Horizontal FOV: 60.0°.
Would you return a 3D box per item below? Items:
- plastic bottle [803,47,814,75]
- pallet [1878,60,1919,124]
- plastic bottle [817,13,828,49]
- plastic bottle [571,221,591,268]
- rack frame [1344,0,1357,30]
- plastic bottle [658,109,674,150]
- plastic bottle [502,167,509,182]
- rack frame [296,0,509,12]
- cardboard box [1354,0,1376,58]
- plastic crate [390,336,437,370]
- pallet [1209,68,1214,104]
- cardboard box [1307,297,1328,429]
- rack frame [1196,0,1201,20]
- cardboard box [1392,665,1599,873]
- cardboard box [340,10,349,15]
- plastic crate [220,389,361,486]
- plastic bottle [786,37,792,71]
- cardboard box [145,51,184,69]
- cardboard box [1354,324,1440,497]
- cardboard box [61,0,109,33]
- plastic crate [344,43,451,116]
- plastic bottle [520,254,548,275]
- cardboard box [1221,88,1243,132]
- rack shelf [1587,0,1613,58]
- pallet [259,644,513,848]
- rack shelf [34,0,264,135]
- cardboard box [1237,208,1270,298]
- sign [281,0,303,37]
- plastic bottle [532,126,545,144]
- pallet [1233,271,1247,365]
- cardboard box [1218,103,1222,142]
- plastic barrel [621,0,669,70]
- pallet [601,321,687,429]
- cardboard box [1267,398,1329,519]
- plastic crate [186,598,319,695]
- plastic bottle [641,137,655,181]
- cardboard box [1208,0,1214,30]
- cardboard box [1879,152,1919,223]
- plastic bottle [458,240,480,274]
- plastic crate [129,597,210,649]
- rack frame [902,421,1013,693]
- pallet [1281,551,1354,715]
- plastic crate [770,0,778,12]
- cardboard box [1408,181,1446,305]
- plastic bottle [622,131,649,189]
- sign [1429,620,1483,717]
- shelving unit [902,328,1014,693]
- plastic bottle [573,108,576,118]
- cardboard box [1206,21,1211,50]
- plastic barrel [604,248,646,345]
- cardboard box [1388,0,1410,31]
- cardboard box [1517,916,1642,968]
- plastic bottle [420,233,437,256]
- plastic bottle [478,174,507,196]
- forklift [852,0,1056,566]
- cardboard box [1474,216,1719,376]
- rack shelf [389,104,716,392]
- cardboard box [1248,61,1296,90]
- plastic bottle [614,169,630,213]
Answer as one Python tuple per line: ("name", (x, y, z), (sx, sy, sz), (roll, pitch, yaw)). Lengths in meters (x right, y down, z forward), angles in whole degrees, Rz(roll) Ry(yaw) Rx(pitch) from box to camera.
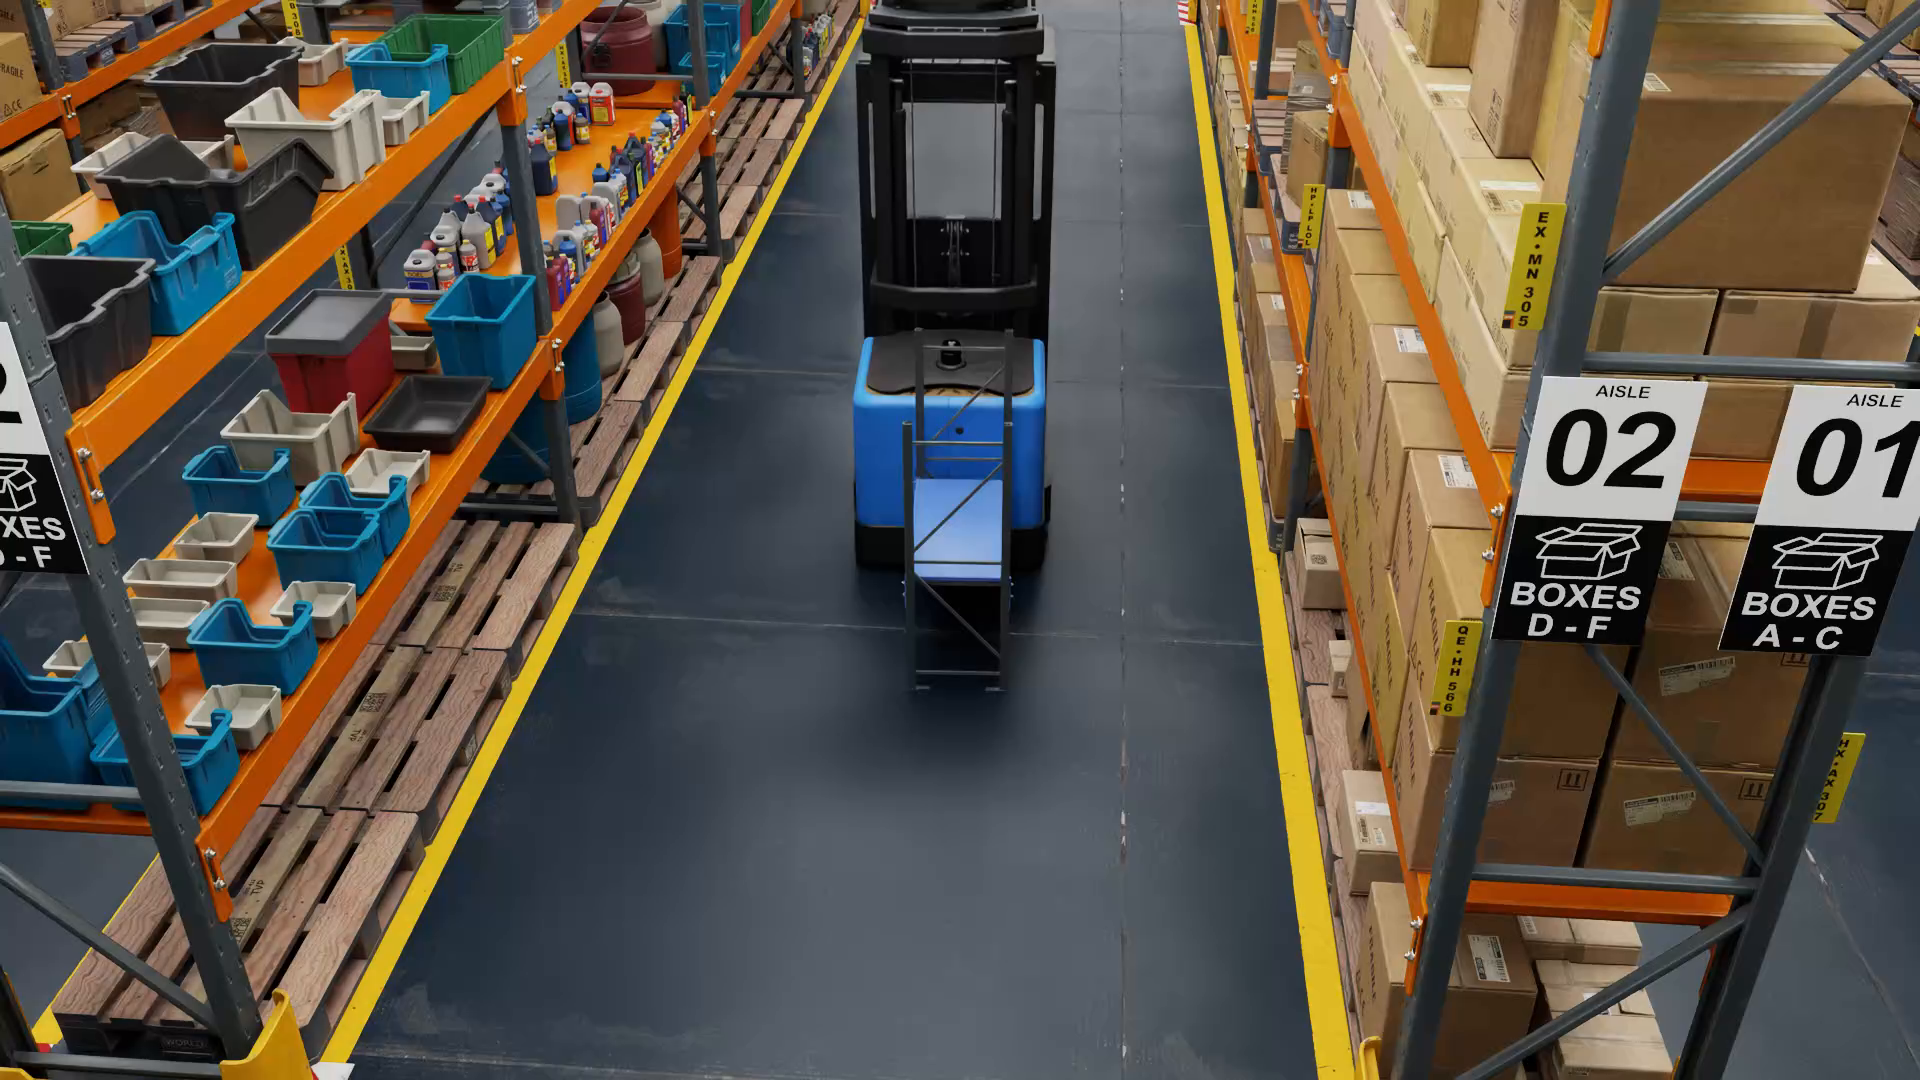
("plastic bottle", (-1.553, -4.809, 16.651), (0.152, 0.276, 0.135), (4, 32, 6))
("pallet", (7.486, -3.243, 12.117), (1.213, 0.211, 1.003), (2, 32, 4))
("plastic bottle", (-1.470, -5.345, 17.450), (0.144, 0.351, 0.185), (4, 32, 6))
("plastic bottle", (-2.182, -1.701, 9.555), (0.097, 0.271, 0.097), (0, 32, 0))
("rack frame", (2.271, -3.620, 6.827), (1.000, 3.000, 0.127), (2, 32, 4))
("plastic bottle", (-2.010, -2.805, 11.345), (0.097, 0.271, 0.097), (0, 32, 0))
("plastic bottle", (-2.802, -2.220, 10.396), (0.097, 0.271, 0.097), (0, 32, 0))
("rack frame", (-2.666, -3.834, 7.174), (1.000, 3.000, 0.127), (2, 32, 4))
("cardboard box", (1.983, -2.248, 7.127), (0.500, 0.250, 0.500), (2, 32, 4))
("plastic crate", (-2.846, -0.956, 8.416), (0.396, 0.136, 0.243), (2, 32, 4))
("pallet", (3.028, -4.476, 16.592), (1.003, 0.211, 1.213), (2, 32, 4))
("cardboard box", (1.958, -0.854, 7.961), (0.500, 0.500, 0.500), (3, 32, 5))
("rack frame", (3.248, -7.341, 18.583), (1.000, 3.000, 0.127), (2, 32, 4))
("cardboard box", (1.710, 0.737, 5.380), (0.500, 0.500, 0.500), (3, 32, 5))
("cardboard box", (-6.867, -5.624, 17.780), (0.500, 0.500, 0.500), (0, 32, 0))
("plastic crate", (-2.974, -0.464, 7.480), (0.437, 0.282, 0.530), (2, 32, 4))
("plastic bottle", (-1.679, -4.933, 16.781), (0.144, 0.351, 0.185), (2, 32, 4))
("cardboard box", (-7.080, -4.229, 15.496), (0.700, 0.500, 0.500), (2, 32, 4))
("cardboard box", (1.827, -0.491, 6.420), (0.500, 0.500, 0.500), (3, 32, 6))
("cardboard box", (-7.327, -4.384, 13.290), (0.700, 0.500, 0.500), (7, 32, 11))
("plastic crate", (-2.422, -1.996, 7.210), (0.416, 0.233, 0.300), (2, 32, 4))
("plastic bottle", (-2.311, -1.450, 9.071), (0.144, 0.351, 0.185), (2, 32, 4))
("cardboard box", (2.553, -3.758, 14.456), (0.500, 0.311, 0.500), (1, 32, 2))
("rack shelf", (2.108, -2.266, 5.320), (1.077, 0.370, 4.000), (2, 32, 4))
("pallet", (-2.784, 0.933, 7.814), (1.003, 0.211, 1.213), (2, 32, 4))
("rack shelf", (-7.114, -4.322, 14.370), (1.077, 0.370, 4.000), (2, 32, 4))
("cardboard box", (2.274, -2.055, 11.969), (0.500, 0.500, 0.500), (4, 32, 6))
("sign", (-3.214, -2.585, 7.998), (0.100, 0.325, 0.005), (2, 32, 4))
("plastic bottle", (-2.802, -2.612, 11.032), (0.097, 0.271, 0.097), (0, 32, 0))
("pallet", (2.498, -1.582, 11.896), (1.003, 0.211, 1.213), (2, 32, 4))
("cardboard box", (2.599, -3.790, 15.041), (0.500, 0.250, 0.500), (3, 32, 5))
("plastic barrel", (-2.469, -3.966, 13.000), (0.421, 0.512, 0.421), (0, 32, 0))
("pallet", (-2.465, -1.134, 11.169), (1.003, 0.211, 1.213), (2, 32, 4))
("cardboard box", (2.025, -0.459, 9.380), (0.500, 0.500, 0.500), (2, 32, 4))
("plastic crate", (-2.590, 0.399, 6.127), (0.416, 0.233, 0.300), (2, 32, 4))
("plastic bottle", (-2.041, -2.494, 10.829), (0.061, 0.283, 0.133), (2, 32, 4))
("cardboard box", (2.857, -5.613, 17.285), (0.500, 0.500, 0.500), (2, 32, 4))
("cardboard box", (7.698, -2.714, 13.039), (0.700, 0.500, 0.500), (2, 32, 4))
("plastic bottle", (-2.801, -1.610, 9.474), (0.097, 0.201, 0.097), (0, 32, 0))
("plastic crate", (-3.068, 0.314, 6.356), (0.396, 0.136, 0.243), (2, 32, 4))
("rack frame", (-0.012, 0.110, 7.922), (0.500, 1.500, 0.032), (1, 32, 1))
("pallet", (2.214, 0.480, 8.550), (1.003, 0.211, 1.213), (2, 32, 4))
("plastic crate", (-1.794, -4.866, 14.582), (0.392, 0.384, 0.575), (2, 32, 4))
("cardboard box", (1.803, -0.990, 5.562), (0.500, 0.250, 0.500), (2, 32, 4))
("plastic bottle", (-2.096, -2.441, 10.680), (0.144, 0.351, 0.185), (2, 32, 4))
("sign", (1.393, 0.364, 4.676), (0.100, 0.325, 0.005), (2, 32, 4))
("shelving unit", (0.004, -0.157, 8.355), (0.538, 1.500, 1.048), (1, 32, 1))
("plastic bottle", (-2.742, -2.964, 11.670), (0.097, 0.201, 0.097), (0, 32, 0))
("cardboard box", (2.858, -5.294, 17.482), (0.500, 0.250, 0.500), (2, 32, 4))
("plastic barrel", (-2.455, -1.676, 11.289), (0.600, 0.588, 0.708), (2, 32, 4))
("cardboard box", (2.087, -2.300, 6.496), (0.700, 0.500, 0.500), (2, 32, 4))
("cardboard box", (2.313, 1.475, 6.479), (0.500, 0.250, 0.500), (2, 32, 4))
("plastic bottle", (-2.983, -1.573, 9.334), (0.061, 0.283, 0.133), (2, 32, 4))
("plastic bottle", (-2.855, -2.093, 10.186), (0.152, 0.276, 0.135), (2, 32, 4))
("forklift", (-0.014, -1.844, 9.729), (1.130, 2.935, 3.031), (1, 32, 1))
("cardboard box", (1.733, -0.680, 4.582), (0.500, 0.250, 0.500), (2, 32, 4))
("rack shelf", (-2.503, -2.019, 10.633), (1.077, 0.370, 4.000), (2, 32, 4))
("cardboard box", (2.394, -3.533, 12.643), (0.380, 0.149, 0.250), (2, 32, 4))
("plastic bottle", (-2.110, -2.166, 10.309), (0.097, 0.271, 0.097), (0, 32, 0))
